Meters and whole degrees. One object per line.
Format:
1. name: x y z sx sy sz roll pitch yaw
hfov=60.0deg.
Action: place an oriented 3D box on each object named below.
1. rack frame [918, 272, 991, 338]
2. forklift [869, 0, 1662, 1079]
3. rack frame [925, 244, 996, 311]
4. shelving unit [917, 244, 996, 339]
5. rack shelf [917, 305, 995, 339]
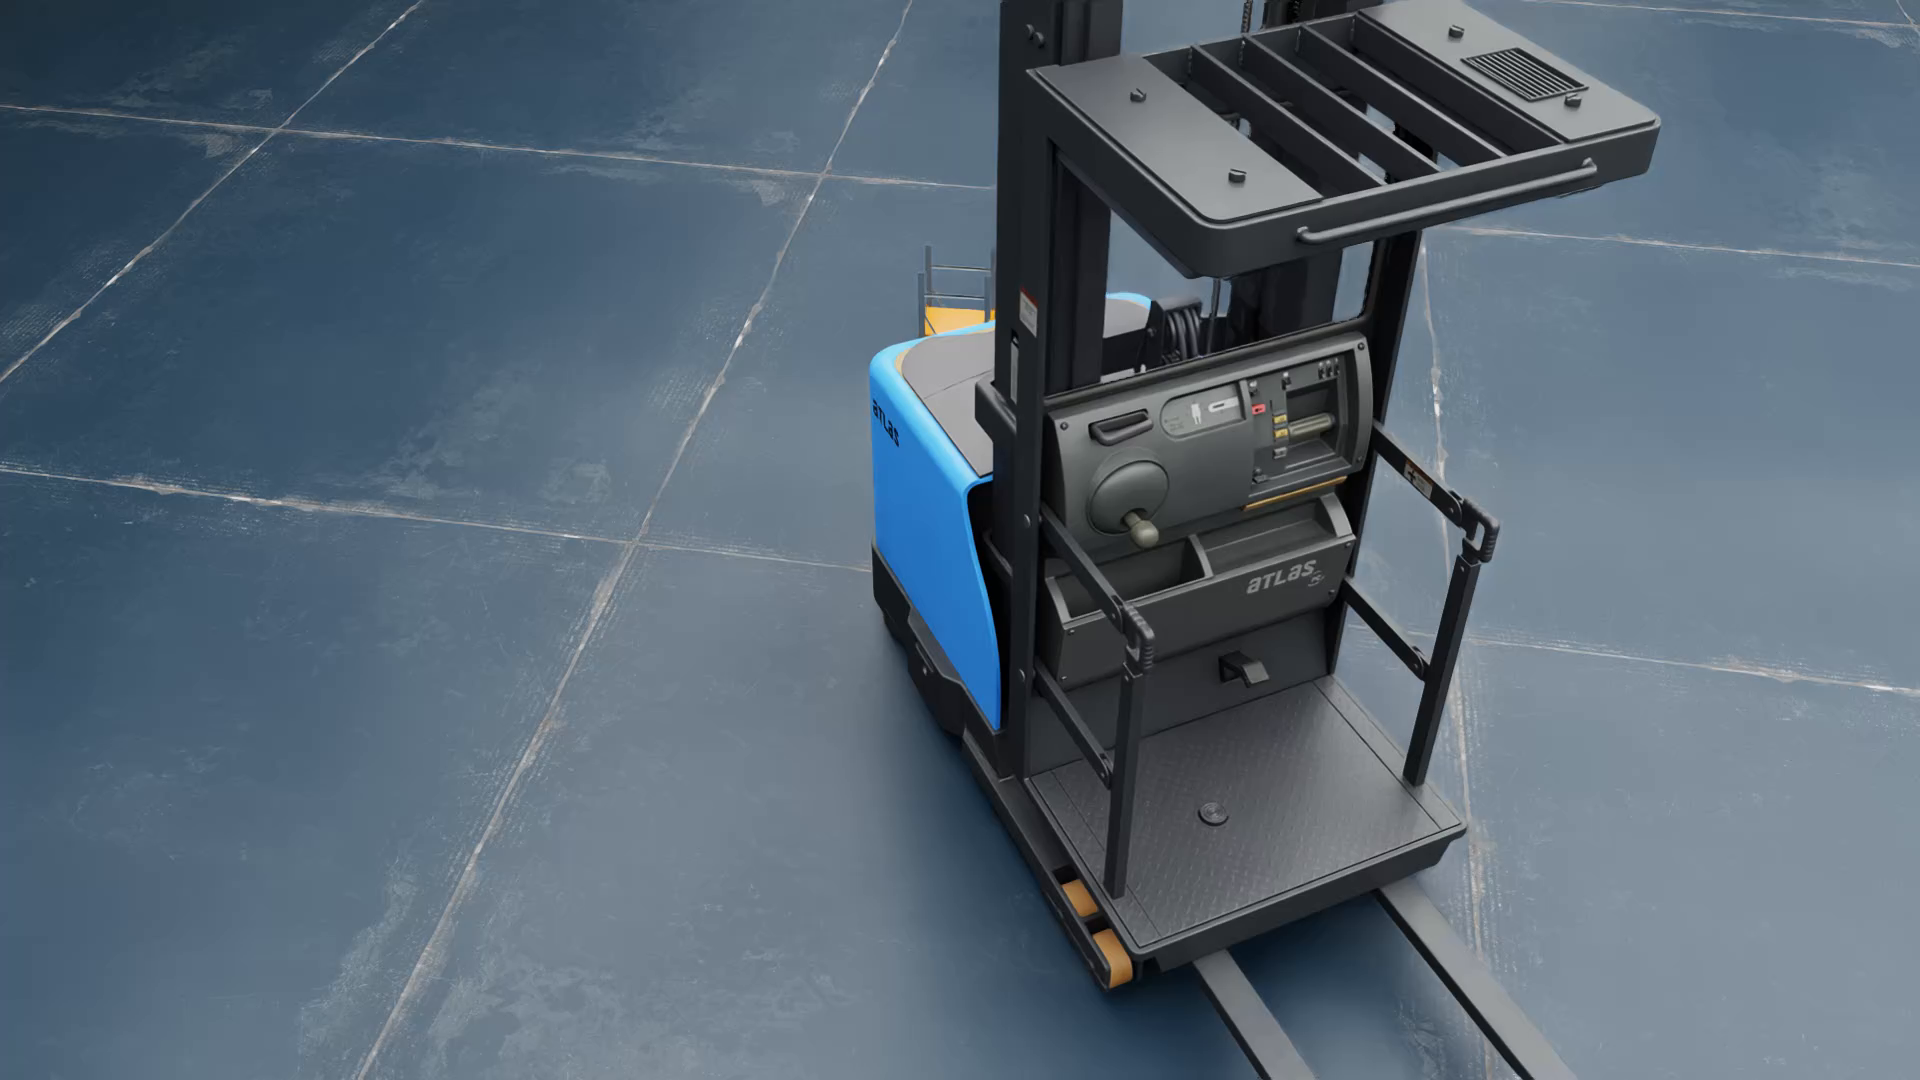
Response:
1. rack frame: -0.018 -0.402 5.795 0.240 1.200 0.006 4 40 5
2. forklift: 0.759 -0.180 4.167 1.130 2.935 3.031 -16 42 -18
3. rack frame: 0.003 -0.518 5.935 0.240 1.200 0.006 4 40 5
4. shelving unit: -0.007 -0.460 5.865 0.258 1.200 0.189 4 40 5
5. rack shelf: -0.007 -0.703 5.664 0.258 0.103 0.180 4 40 5
